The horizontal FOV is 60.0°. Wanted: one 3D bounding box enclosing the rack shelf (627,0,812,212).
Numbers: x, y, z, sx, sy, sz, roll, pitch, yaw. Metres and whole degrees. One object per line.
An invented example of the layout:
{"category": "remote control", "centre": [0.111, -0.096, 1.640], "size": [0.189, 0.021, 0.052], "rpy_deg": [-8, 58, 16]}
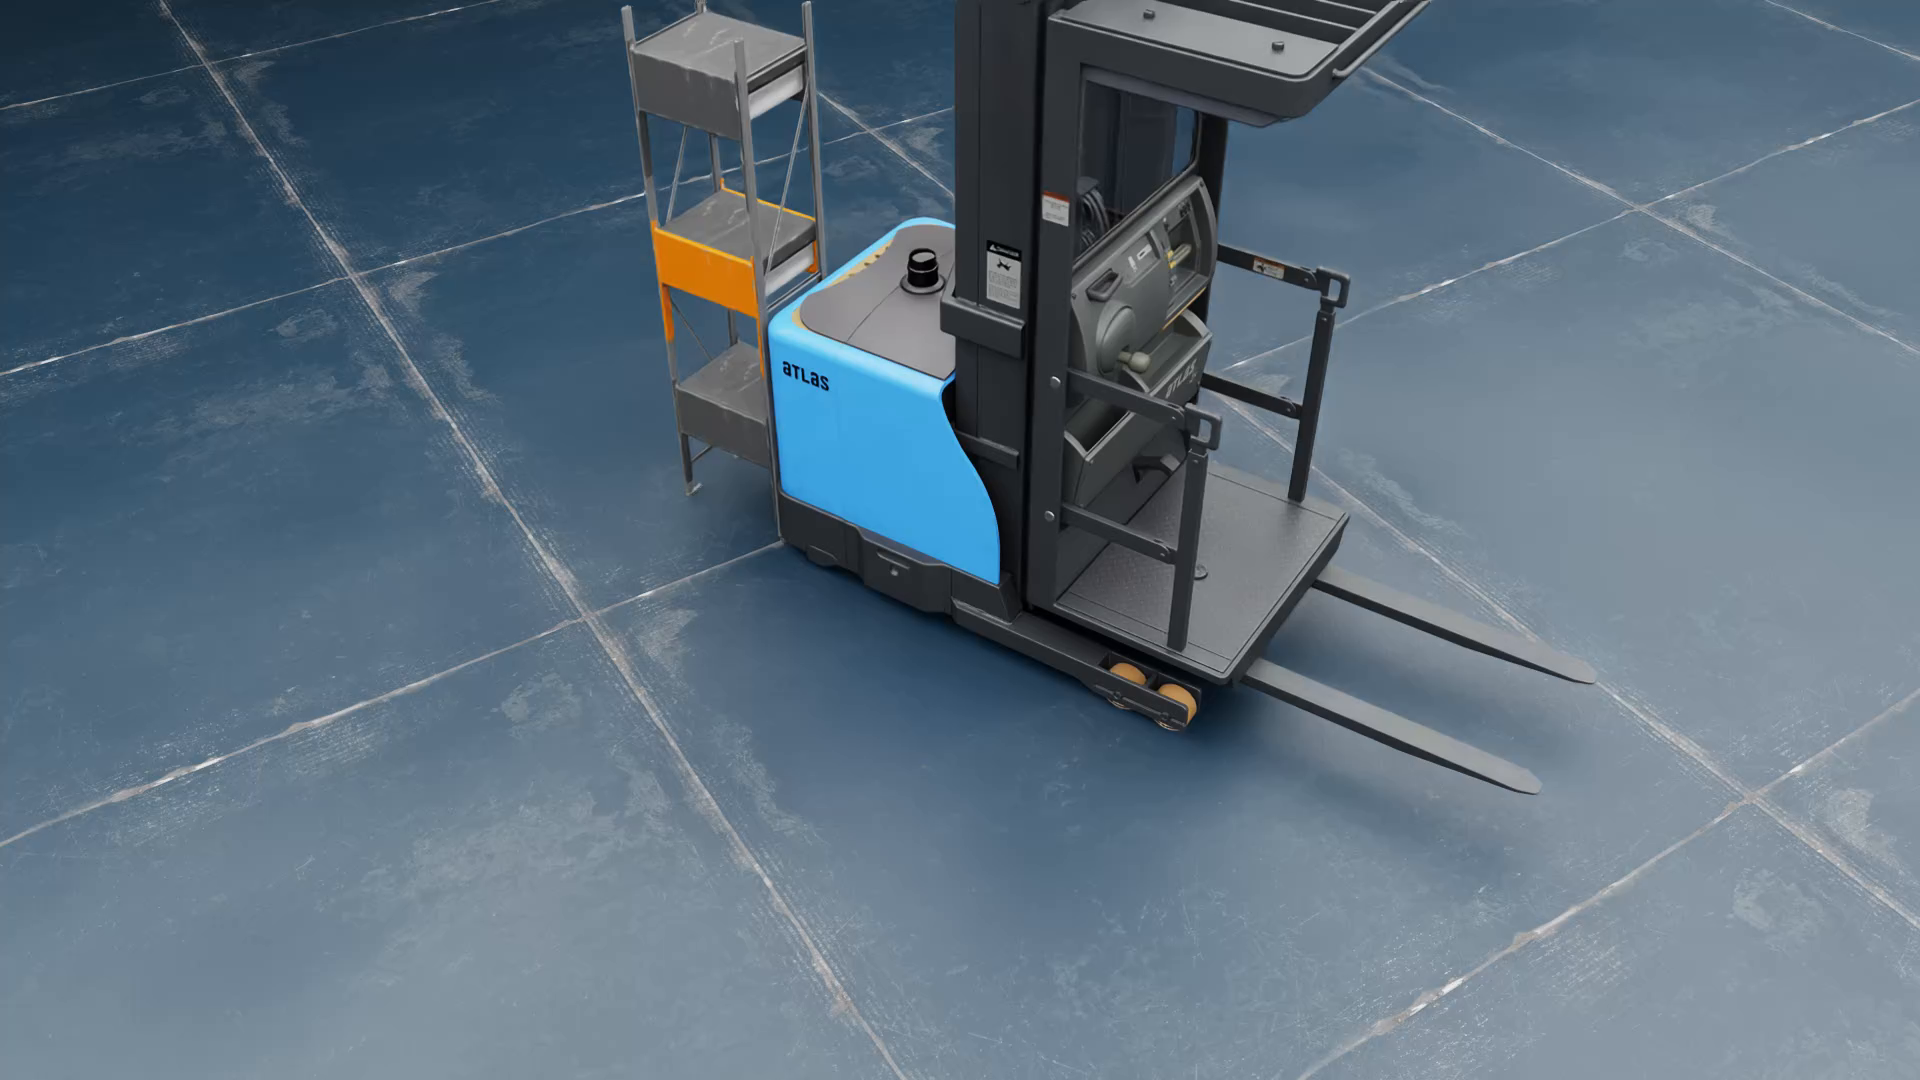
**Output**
{"category": "rack shelf", "centre": [-0.828, -1.538, 5.883], "size": [0.480, 0.518, 0.431], "rpy_deg": [23, 45, 25]}

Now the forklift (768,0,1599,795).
{"category": "forklift", "centre": [0.796, -0.837, 5.465], "size": [3.031, 2.935, 1.130], "rpy_deg": [23, 45, 25]}

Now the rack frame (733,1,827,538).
{"category": "rack frame", "centre": [-0.624, -0.925, 6.220], "size": [0.015, 2.100, 0.400], "rpy_deg": [23, 45, 25]}

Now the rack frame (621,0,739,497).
{"category": "rack frame", "centre": [-1.032, -1.096, 6.425], "size": [0.015, 2.100, 0.400], "rpy_deg": [23, 45, 25]}

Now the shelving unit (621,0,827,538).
{"category": "shelving unit", "centre": [-0.828, -1.011, 6.323], "size": [0.503, 2.100, 0.431], "rpy_deg": [23, 45, 25]}

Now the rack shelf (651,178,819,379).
{"category": "rack shelf", "centre": [-0.828, -1.000, 6.331], "size": [0.480, 0.518, 0.431], "rpy_deg": [23, 45, 25]}

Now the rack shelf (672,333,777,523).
{"category": "rack shelf", "centre": [-0.828, -0.462, 6.779], "size": [0.480, 0.518, 0.431], "rpy_deg": [23, 45, 25]}
